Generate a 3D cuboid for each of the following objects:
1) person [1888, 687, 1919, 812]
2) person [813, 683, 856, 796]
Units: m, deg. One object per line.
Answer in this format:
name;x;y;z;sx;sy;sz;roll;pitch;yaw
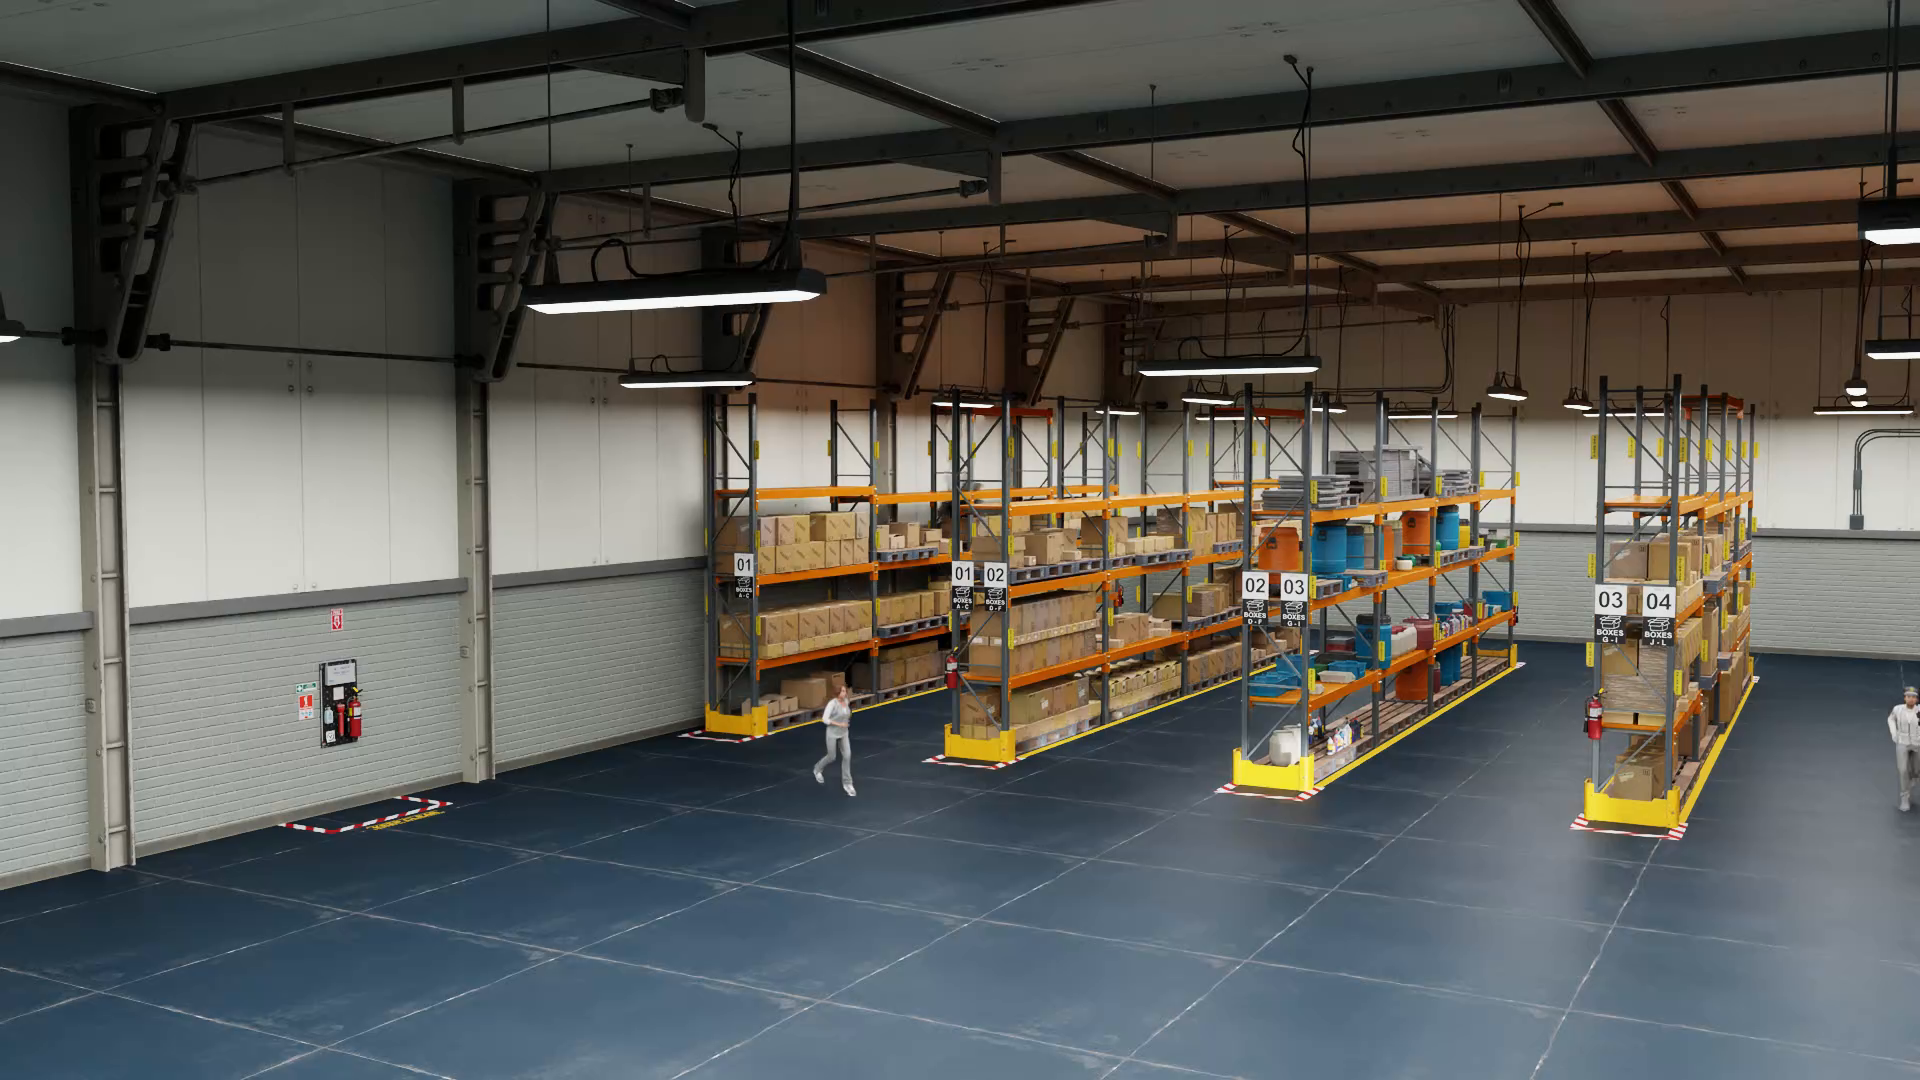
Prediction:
person;13.419;2.905;23.453;0.584;1.703;1.094;2;3;27
person;-1.825;2.888;24.361;0.926;1.603;0.563;3;4;44
